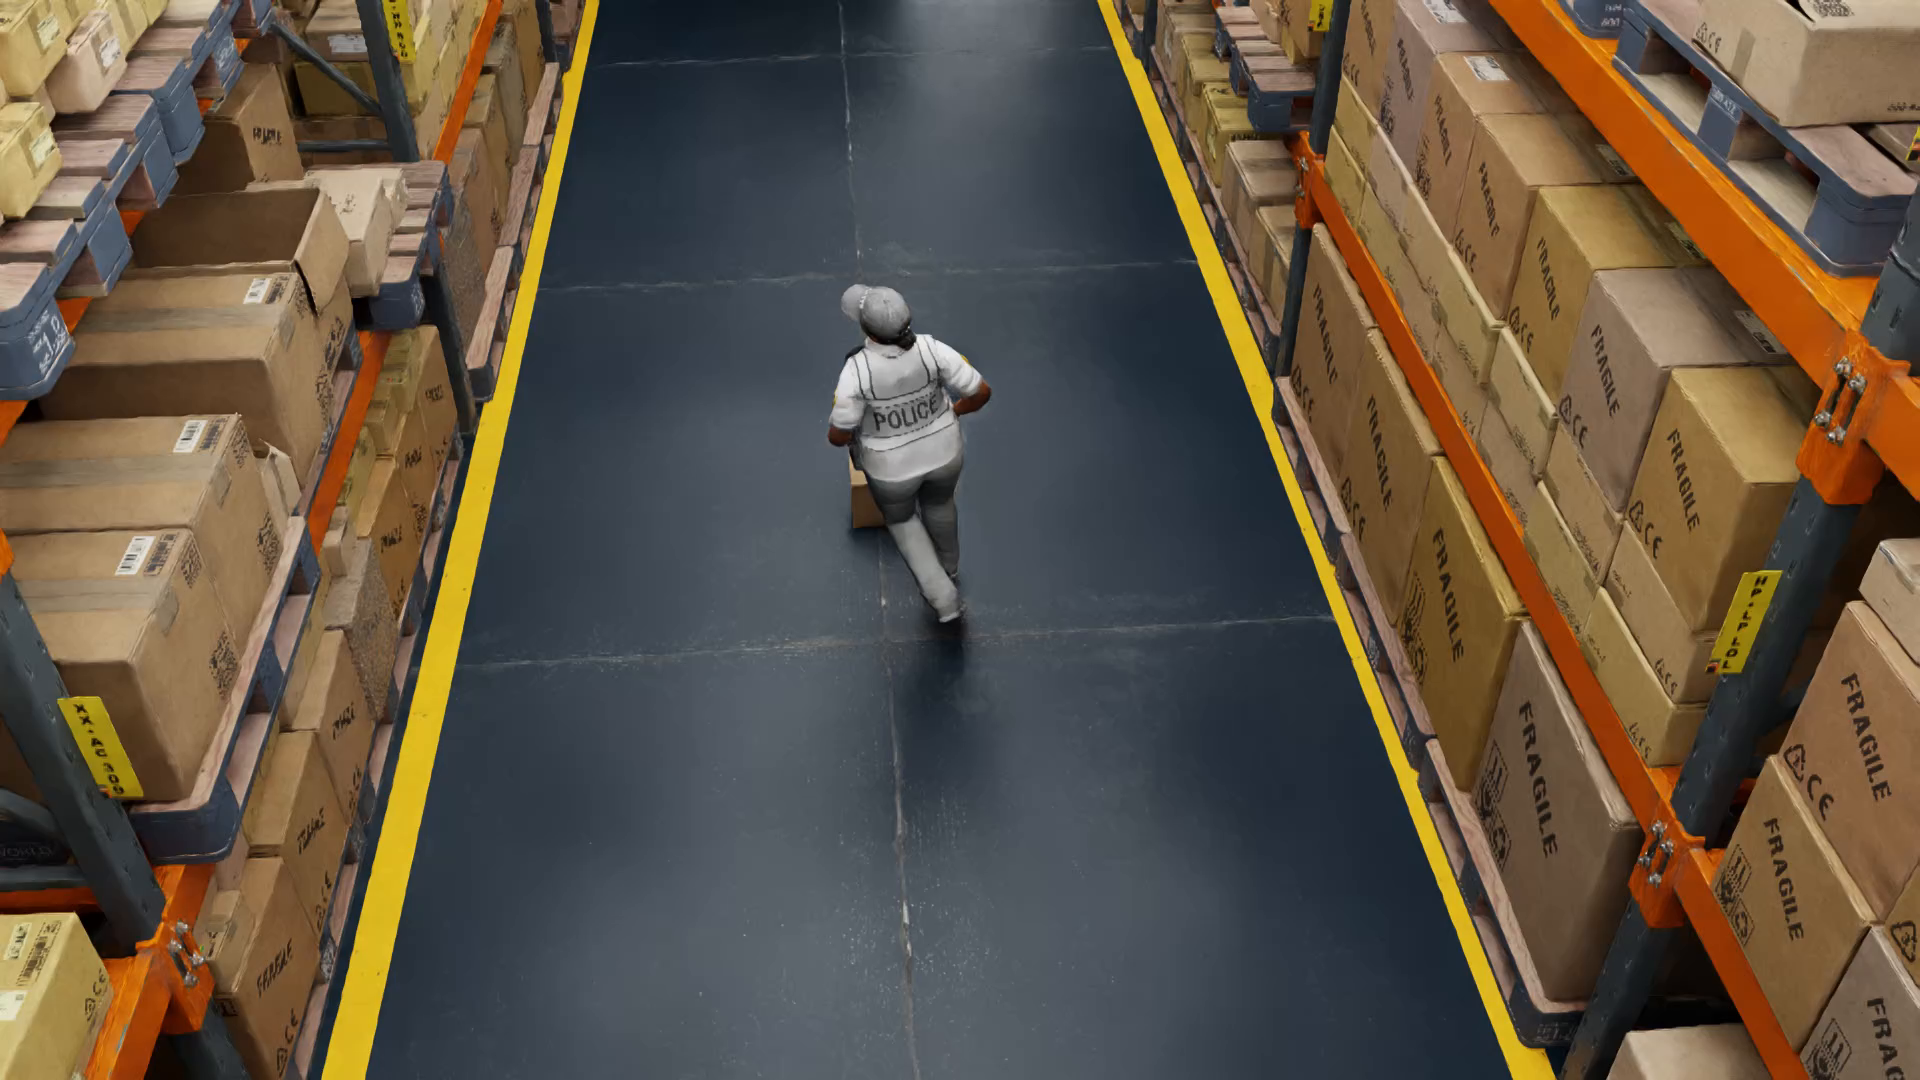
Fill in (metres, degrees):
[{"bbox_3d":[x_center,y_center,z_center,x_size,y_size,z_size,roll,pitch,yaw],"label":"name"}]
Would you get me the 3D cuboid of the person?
[{"bbox_3d":[-0.243,-0.343,6.588,0.633,1.627,0.709,-15,42,-18],"label":"person"}]
